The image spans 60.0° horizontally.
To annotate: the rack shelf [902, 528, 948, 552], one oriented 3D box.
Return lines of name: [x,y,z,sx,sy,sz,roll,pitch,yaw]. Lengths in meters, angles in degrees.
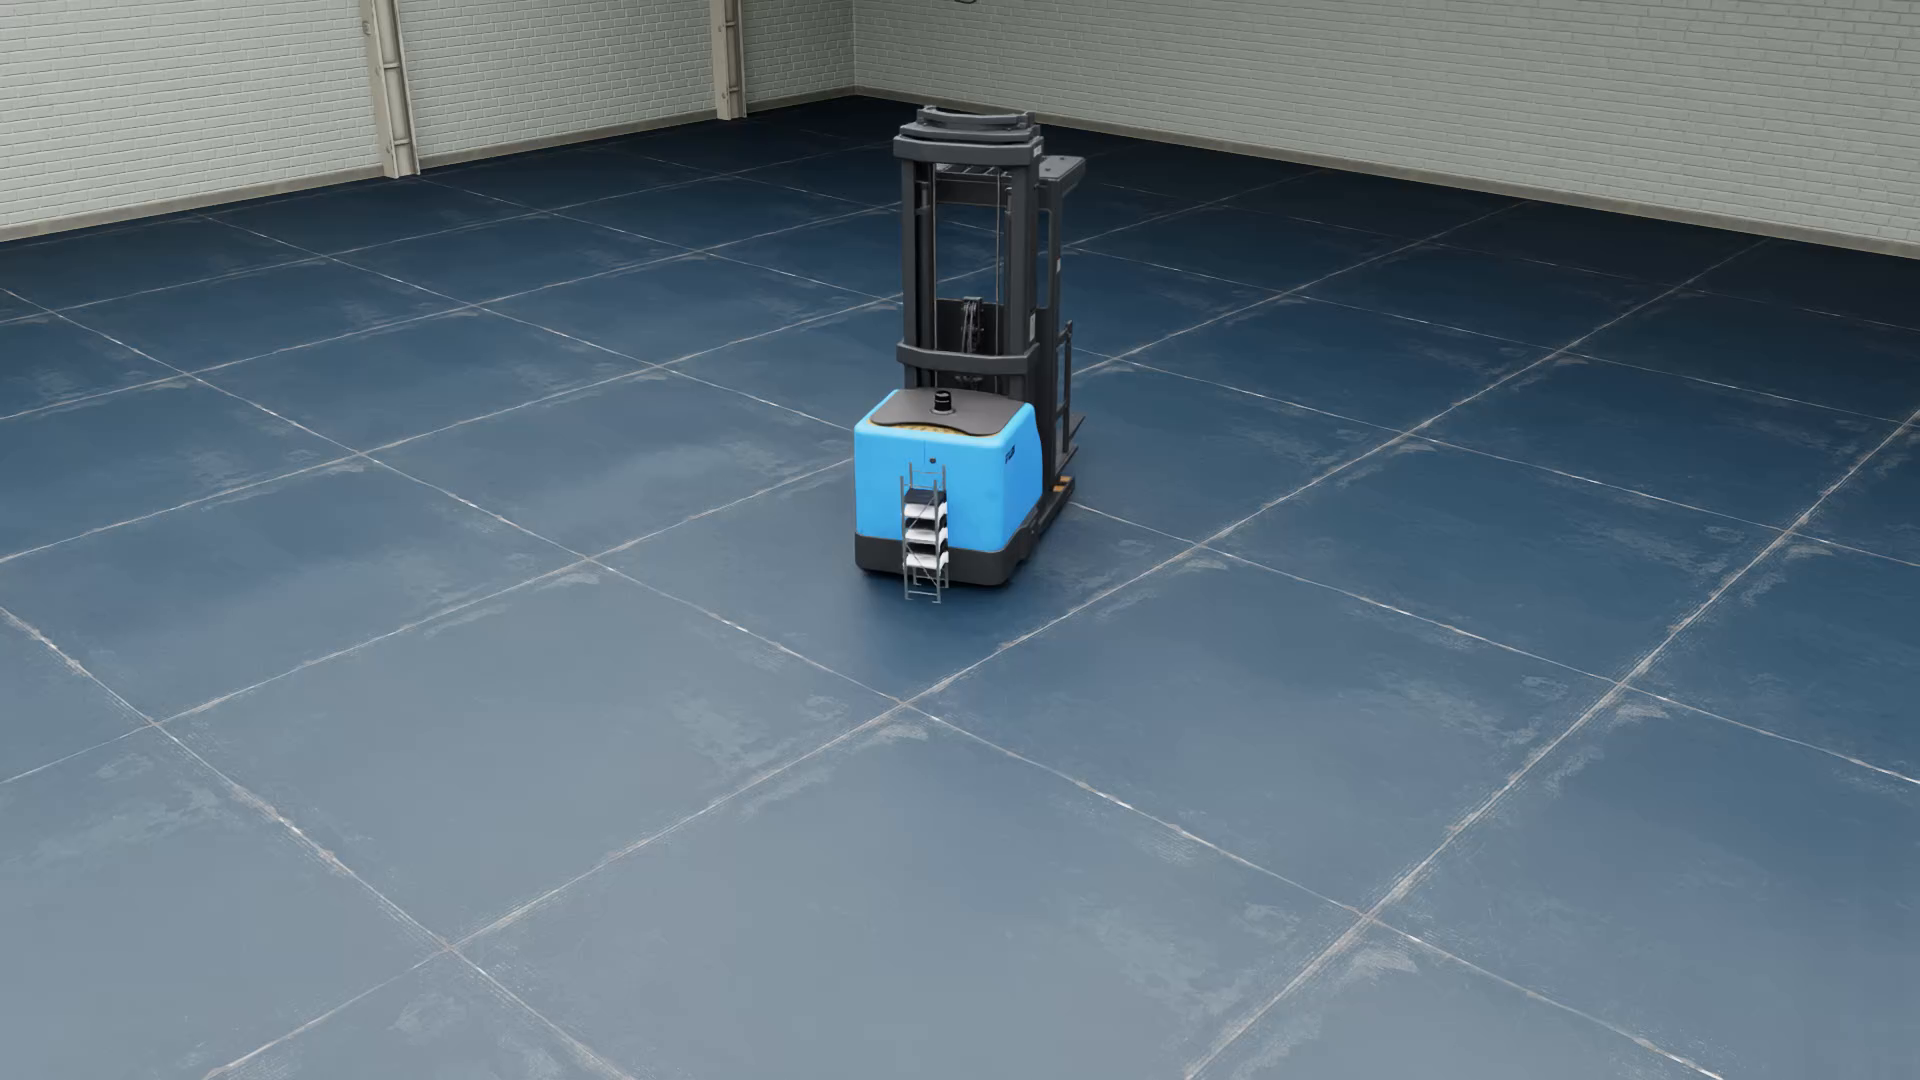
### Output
rack shelf: [-0.226,-0.014,10.744,0.258,0.077,0.200,6,29,13]

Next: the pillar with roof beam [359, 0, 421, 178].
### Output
pillar with roof beam: [-4.523,-7.992,18.576,9.100,9.000,0.400,20,31,38]

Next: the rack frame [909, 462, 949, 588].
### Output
rack frame: [-0.201,-0.090,10.814,0.240,0.900,0.006,6,29,13]

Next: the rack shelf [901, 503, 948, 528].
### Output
rack shelf: [-0.230,-0.172,10.658,0.258,0.077,0.200,6,29,13]

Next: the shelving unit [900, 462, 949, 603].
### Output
shelving unit: [-0.227,-0.043,10.728,0.258,0.900,0.210,6,29,13]

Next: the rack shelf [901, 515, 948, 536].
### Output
rack shelf: [-0.228,-0.093,10.701,0.258,0.077,0.200,6,29,13]

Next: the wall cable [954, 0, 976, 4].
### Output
wall cable: [-0.773,-10.115,27.107,3.097,2.526,0.112,20,31,38]

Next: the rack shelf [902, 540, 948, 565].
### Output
rack shelf: [-0.224,0.065,10.787,0.258,0.077,0.200,6,29,13]

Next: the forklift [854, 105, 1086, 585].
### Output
forklift: [0.230,-1.617,11.773,1.130,2.935,3.031,7,25,16]

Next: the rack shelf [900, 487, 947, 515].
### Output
rack shelf: [-0.231,-0.251,10.615,0.258,0.077,0.200,6,29,13]

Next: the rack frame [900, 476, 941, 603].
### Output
rack frame: [-0.252,0.004,10.642,0.240,0.900,0.006,6,29,13]

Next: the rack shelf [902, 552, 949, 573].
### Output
rack shelf: [-0.223,0.145,10.830,0.258,0.077,0.200,6,29,13]

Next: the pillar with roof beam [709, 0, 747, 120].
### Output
pillar with roof beam: [-0.518,-9.820,22.653,9.100,9.000,0.400,20,31,38]
